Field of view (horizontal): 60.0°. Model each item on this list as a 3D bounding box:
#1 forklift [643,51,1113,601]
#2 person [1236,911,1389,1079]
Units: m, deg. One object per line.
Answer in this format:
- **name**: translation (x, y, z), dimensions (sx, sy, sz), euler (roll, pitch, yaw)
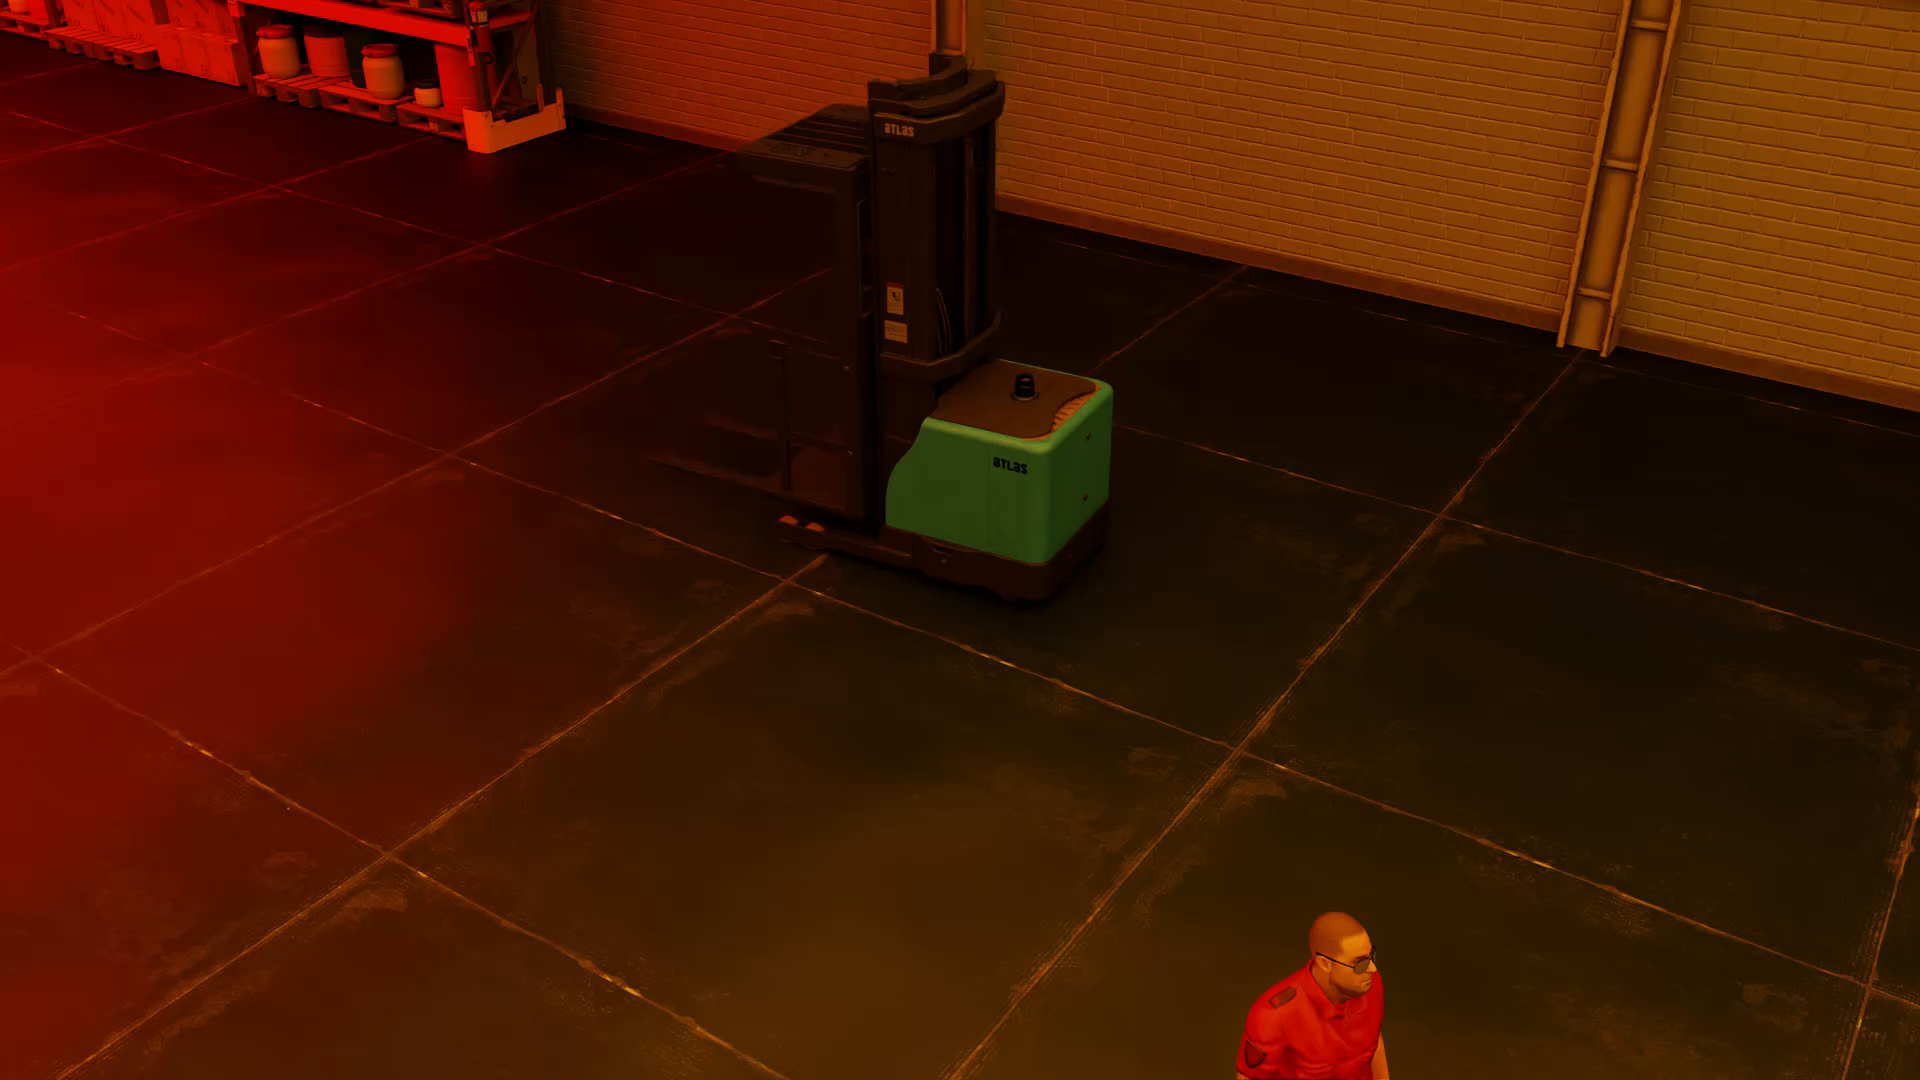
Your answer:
- **forklift**: translation (-0.609, -1.421, 10.029), dimensions (3.031, 2.935, 1.130), euler (15, 33, 24)
- **person**: translation (1.207, 1.976, 5.361), dimensions (0.639, 1.727, 0.551), euler (-19, 35, -30)
